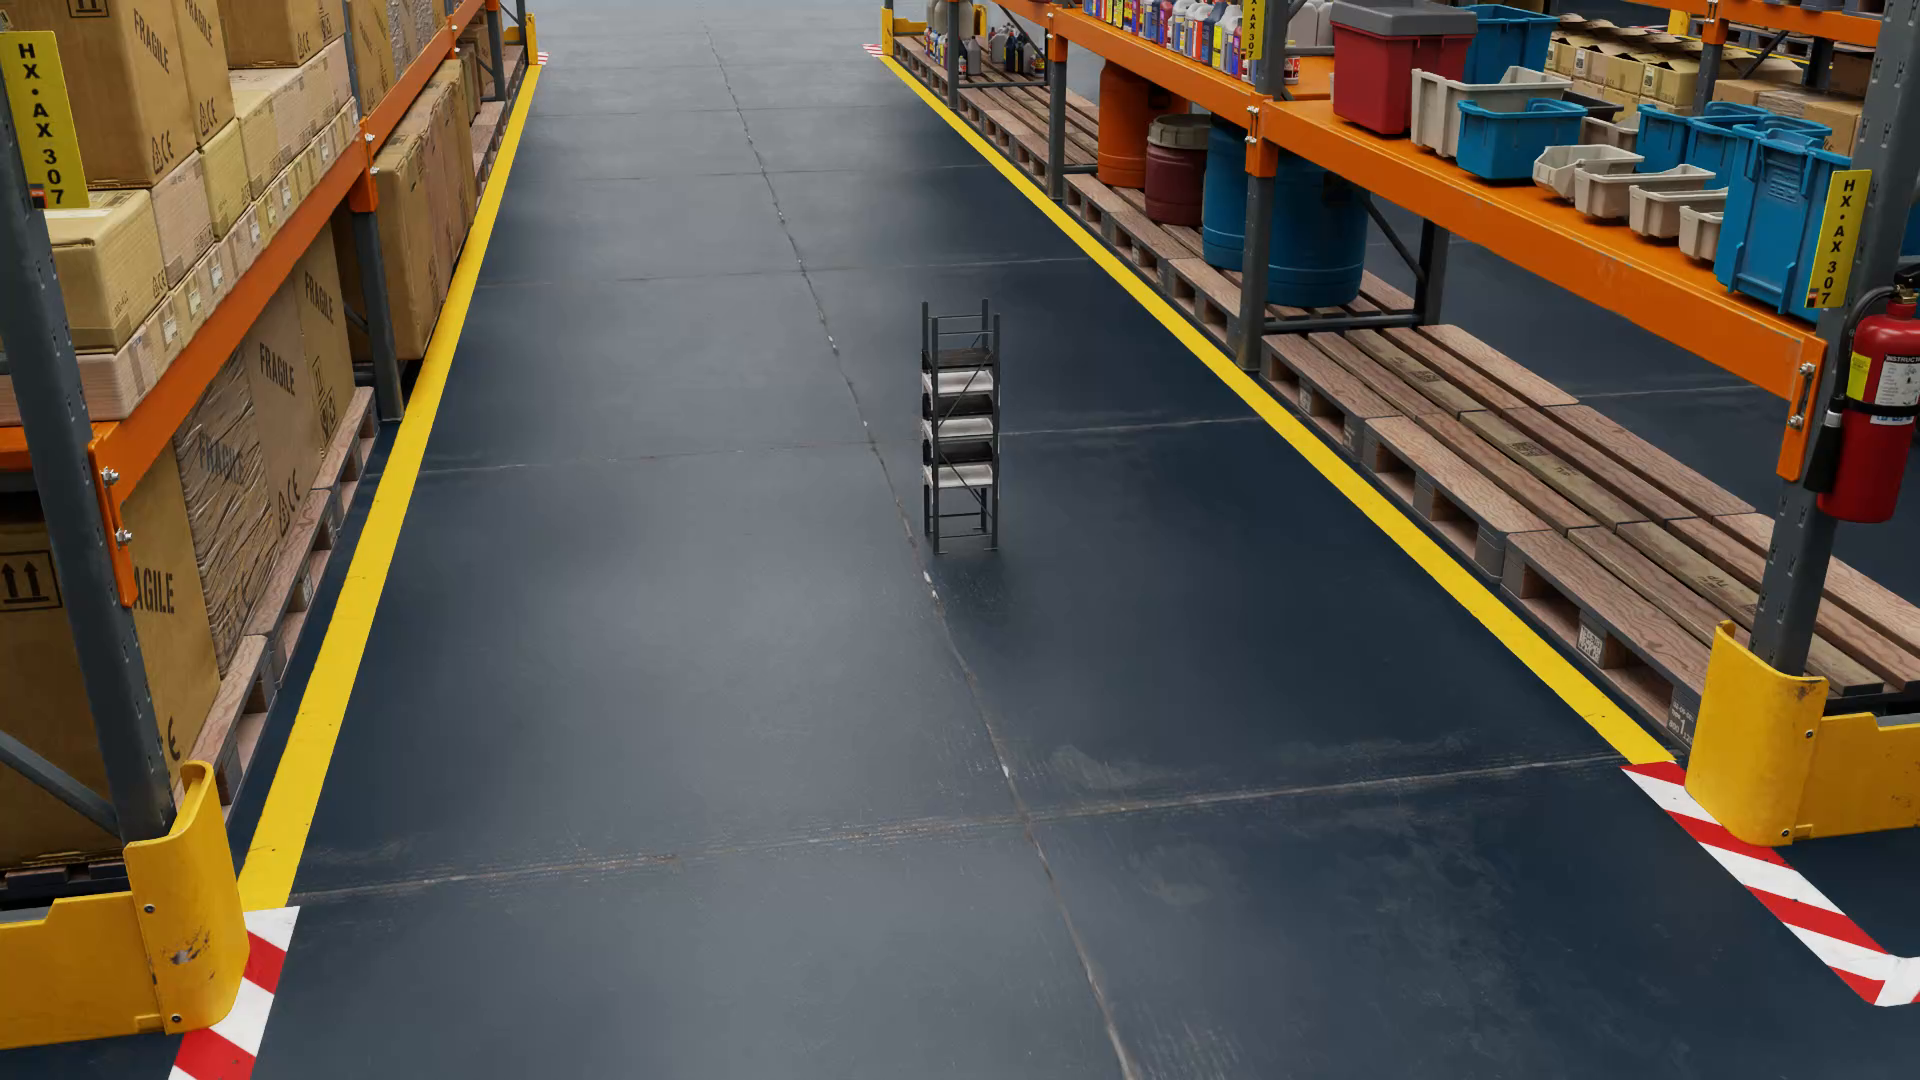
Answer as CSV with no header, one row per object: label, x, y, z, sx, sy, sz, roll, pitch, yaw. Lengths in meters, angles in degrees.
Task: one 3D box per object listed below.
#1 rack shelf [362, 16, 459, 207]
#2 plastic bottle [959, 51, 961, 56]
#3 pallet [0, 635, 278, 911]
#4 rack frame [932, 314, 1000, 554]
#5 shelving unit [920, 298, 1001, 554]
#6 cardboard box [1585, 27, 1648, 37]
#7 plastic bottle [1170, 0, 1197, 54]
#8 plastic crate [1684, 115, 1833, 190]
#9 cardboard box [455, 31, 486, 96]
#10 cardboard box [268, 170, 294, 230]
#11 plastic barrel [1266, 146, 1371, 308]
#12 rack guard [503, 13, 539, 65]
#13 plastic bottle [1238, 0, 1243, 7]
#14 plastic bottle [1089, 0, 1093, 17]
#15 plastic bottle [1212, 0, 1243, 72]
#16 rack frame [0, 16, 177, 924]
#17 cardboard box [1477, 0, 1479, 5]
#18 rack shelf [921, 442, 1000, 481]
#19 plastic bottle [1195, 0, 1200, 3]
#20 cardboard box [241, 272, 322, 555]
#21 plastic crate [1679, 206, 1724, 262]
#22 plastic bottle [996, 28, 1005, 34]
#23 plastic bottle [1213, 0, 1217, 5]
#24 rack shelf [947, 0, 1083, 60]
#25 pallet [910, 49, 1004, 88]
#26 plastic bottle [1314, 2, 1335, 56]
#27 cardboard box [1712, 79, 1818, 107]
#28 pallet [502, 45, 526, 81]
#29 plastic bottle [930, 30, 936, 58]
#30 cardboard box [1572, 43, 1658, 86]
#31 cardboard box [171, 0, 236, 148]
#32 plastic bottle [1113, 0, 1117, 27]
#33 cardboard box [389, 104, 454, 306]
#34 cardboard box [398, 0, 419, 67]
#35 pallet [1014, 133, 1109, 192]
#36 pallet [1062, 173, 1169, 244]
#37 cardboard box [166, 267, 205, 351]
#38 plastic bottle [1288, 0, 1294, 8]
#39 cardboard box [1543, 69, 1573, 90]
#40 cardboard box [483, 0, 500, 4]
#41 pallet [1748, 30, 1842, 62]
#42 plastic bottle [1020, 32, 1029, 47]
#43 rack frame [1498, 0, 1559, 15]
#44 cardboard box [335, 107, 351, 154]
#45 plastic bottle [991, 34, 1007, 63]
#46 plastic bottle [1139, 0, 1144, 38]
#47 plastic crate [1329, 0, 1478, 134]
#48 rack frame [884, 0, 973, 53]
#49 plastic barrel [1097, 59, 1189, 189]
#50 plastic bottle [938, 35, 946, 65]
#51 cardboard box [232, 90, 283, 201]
rack shelf,-3.373,-2.342,8.764,1.077,0.370,4.000,-4,24,-10
plastic bottle,-0.028,-4.520,15.695,0.061,0.283,0.133,-3,24,-7
pallet,-2.488,0.658,4.481,1.003,0.211,1.213,-4,24,-10
rack frame,0.020,-0.369,5.971,0.240,0.900,0.006,-4,24,-10
shelving unit,0.001,-0.409,6.063,0.258,0.900,0.210,-4,24,-10
cardboard box,5.803,-4.414,14.819,0.500,0.311,0.500,-4,24,-10
plastic bottle,1.246,-2.812,9.096,0.152,0.276,0.135,-4,24,-10
plastic crate,2.639,-1.268,5.541,0.416,0.233,0.300,-4,24,-10
cardboard box,-4.517,-4.239,14.806,0.500,0.500,0.500,-5,24,-11
cardboard box,-2.340,-1.069,5.263,0.380,0.149,0.250,-4,24,-9
plastic barrel,1.781,-1.698,8.486,0.600,0.901,0.708,-4,24,-10
rack guard,-5.208,-5.430,18.057,1.175,0.500,0.348,-4,24,-10
plastic bottle,1.755,-3.277,10.255,0.097,0.201,0.097,0,24,0
plastic bottle,0.882,-3.524,10.732,0.097,0.271,0.097,0,24,0
plastic bottle,1.373,-2.566,8.440,0.144,0.351,0.185,-4,24,-10
rack frame,-2.263,-0.312,3.216,1.000,3.000,0.127,-4,24,-10
cardboard box,5.376,-5.441,16.934,0.500,0.500,0.500,-4,24,-10
rack shelf,0.001,-0.296,6.112,0.258,0.077,0.200,-4,24,-10
plastic bottle,1.294,-3.064,9.579,0.144,0.351,0.185,-4,24,-10
cardboard box,-2.793,-0.484,5.741,0.875,0.875,0.875,-4,24,-10
plastic crate,2.276,-0.892,4.800,0.396,0.136,0.243,-4,24,-10
plastic bottle,0.436,-5.134,17.111,0.152,0.276,0.135,-4,24,-9
plastic bottle,1.665,-3.469,10.693,0.097,0.201,0.097,0,24,0
rack shelf,0.755,-4.282,13.205,1.077,0.370,4.000,-4,24,-10
pallet,0.073,-4.869,17.134,1.003,0.211,1.213,-4,24,-10
plastic bottle,1.982,-2.769,8.998,0.152,0.276,0.135,-4,24,-10
cardboard box,5.797,-3.046,12.050,0.500,0.500,0.500,-3,24,-7
pallet,-5.092,-4.975,17.378,1.003,0.211,1.213,-4,24,-10
plastic bottle,-0.262,-5.052,16.929,0.097,0.271,0.097,0,24,0
cardboard box,5.462,-3.970,13.802,0.500,0.311,0.500,-4,24,-10
cardboard box,-2.281,-1.332,4.430,0.500,0.500,0.500,-5,24,-11
plastic bottle,0.992,-3.258,10.209,0.097,0.201,0.097,0,24,0
cardboard box,-3.307,-1.705,8.537,1.225,0.875,0.875,-5,24,-12
cardboard box,-3.129,-2.728,8.623,0.500,0.500,0.500,-4,24,-9
pallet,1.020,-2.855,12.522,1.003,0.211,1.213,-4,24,-10
pallet,1.312,-2.240,11.115,1.003,0.211,1.213,-4,24,-10
cardboard box,-2.101,-0.562,4.103,0.380,0.149,0.250,-5,24,-11
plastic bottle,1.878,-3.034,9.512,0.144,0.351,0.185,-4,24,-10
cardboard box,5.370,-3.914,14.375,0.500,0.250,0.500,-4,24,-9
cardboard box,-5.123,-5.405,17.477,0.500,0.500,0.500,0,24,0
pallet,9.734,-5.596,18.799,1.003,0.211,1.213,-4,24,-10
plastic bottle,0.644,-4.734,16.102,0.144,0.351,0.185,-4,24,-8
rack frame,5.254,-5.763,15.698,1.000,3.000,0.127,-4,24,-10
cardboard box,-2.576,-1.573,6.417,0.380,0.149,0.250,-4,24,-9
plastic bottle,0.390,-4.921,16.622,0.152,0.276,0.135,-4,24,-10
plastic bottle,1.096,-3.070,9.692,0.097,0.271,0.097,0,24,0
plastic crate,1.783,-1.939,6.786,0.402,0.464,0.583,-4,24,-10
rack frame,-0.354,-6.972,18.465,1.000,3.000,0.127,-4,24,-10
plastic barrel,1.232,-2.832,11.173,0.600,0.830,0.708,-4,24,-10
plastic bottle,-0.138,-4.850,16.461,0.152,0.276,0.135,-4,24,-9
cardboard box,-2.380,-1.195,5.054,0.500,0.250,0.500,-5,24,-11
